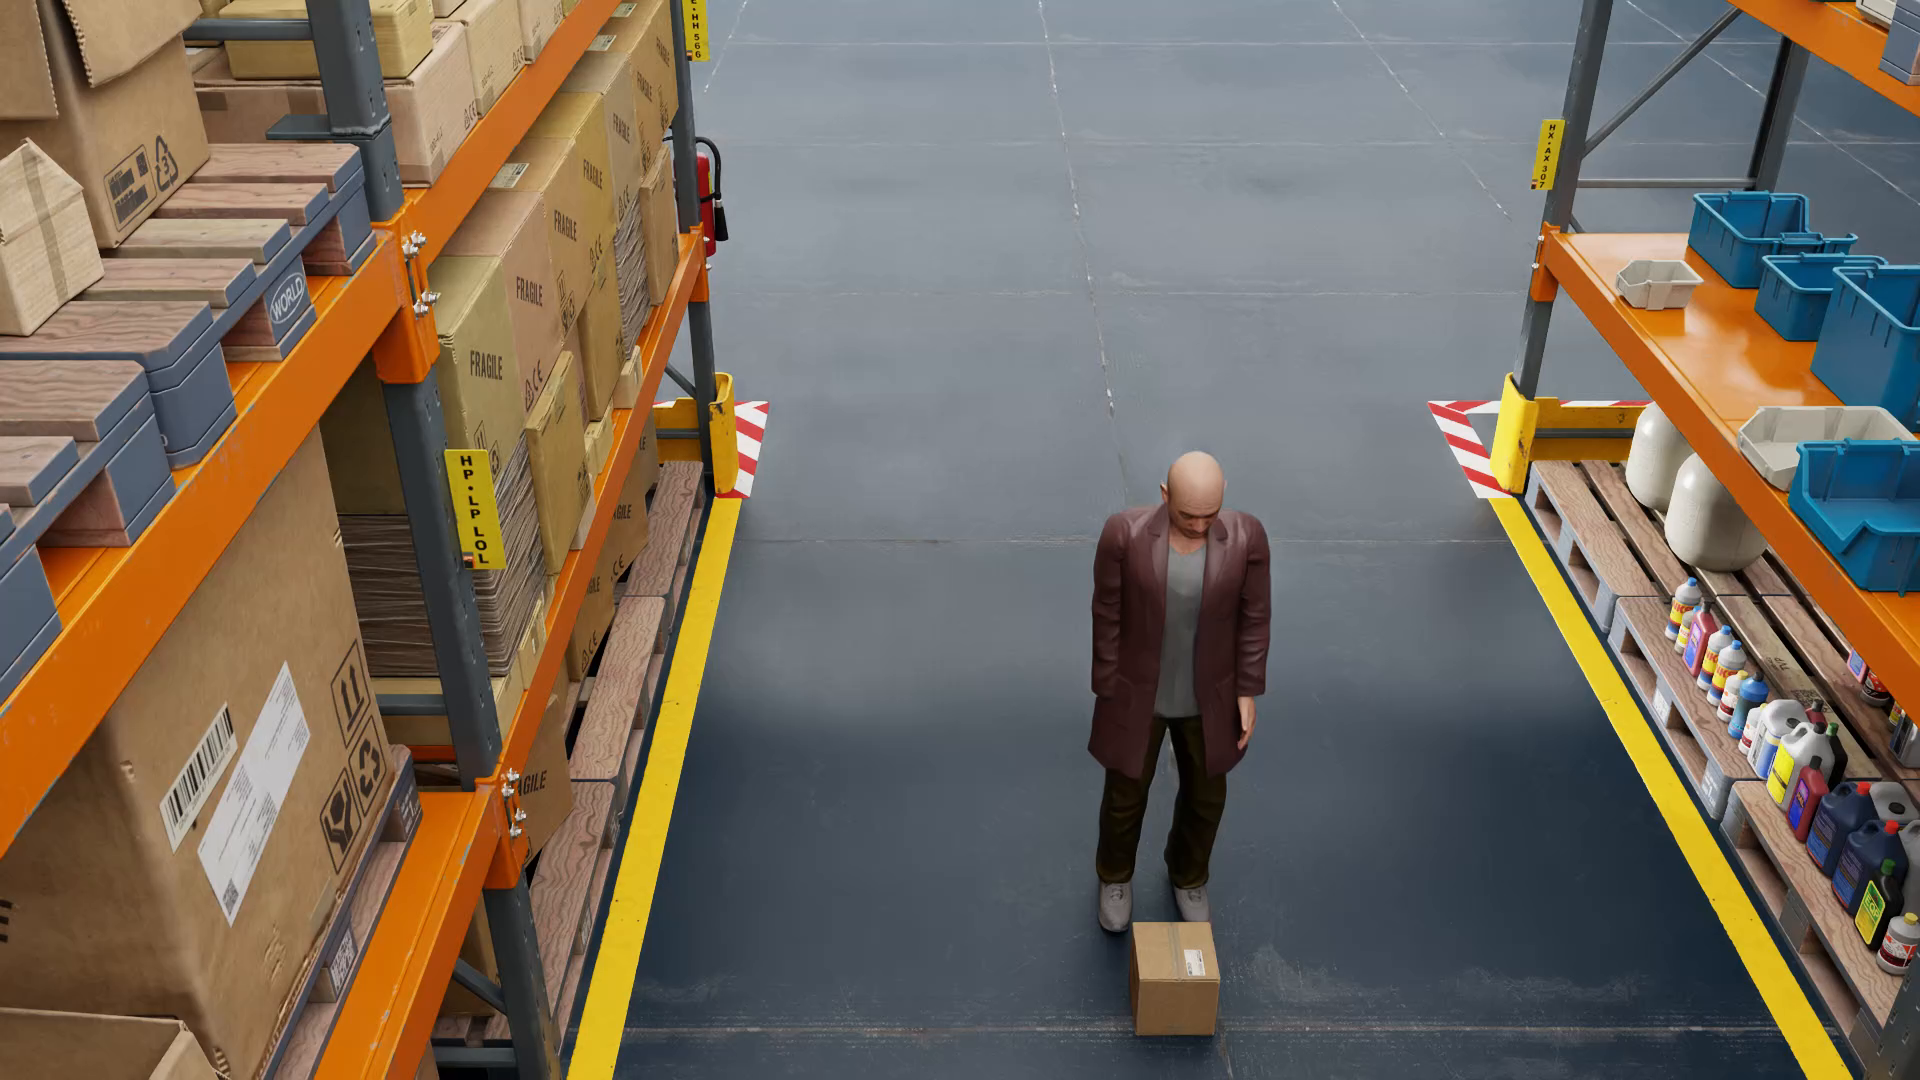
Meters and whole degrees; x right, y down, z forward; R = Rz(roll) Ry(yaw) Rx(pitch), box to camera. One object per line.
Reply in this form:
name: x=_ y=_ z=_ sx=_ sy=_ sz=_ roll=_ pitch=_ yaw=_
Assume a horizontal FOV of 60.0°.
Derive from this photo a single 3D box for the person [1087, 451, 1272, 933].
person: x=0.695 y=0.502 z=5.337 sx=0.567 sy=1.768 sz=0.378 roll=0 pitch=31 yaw=1
